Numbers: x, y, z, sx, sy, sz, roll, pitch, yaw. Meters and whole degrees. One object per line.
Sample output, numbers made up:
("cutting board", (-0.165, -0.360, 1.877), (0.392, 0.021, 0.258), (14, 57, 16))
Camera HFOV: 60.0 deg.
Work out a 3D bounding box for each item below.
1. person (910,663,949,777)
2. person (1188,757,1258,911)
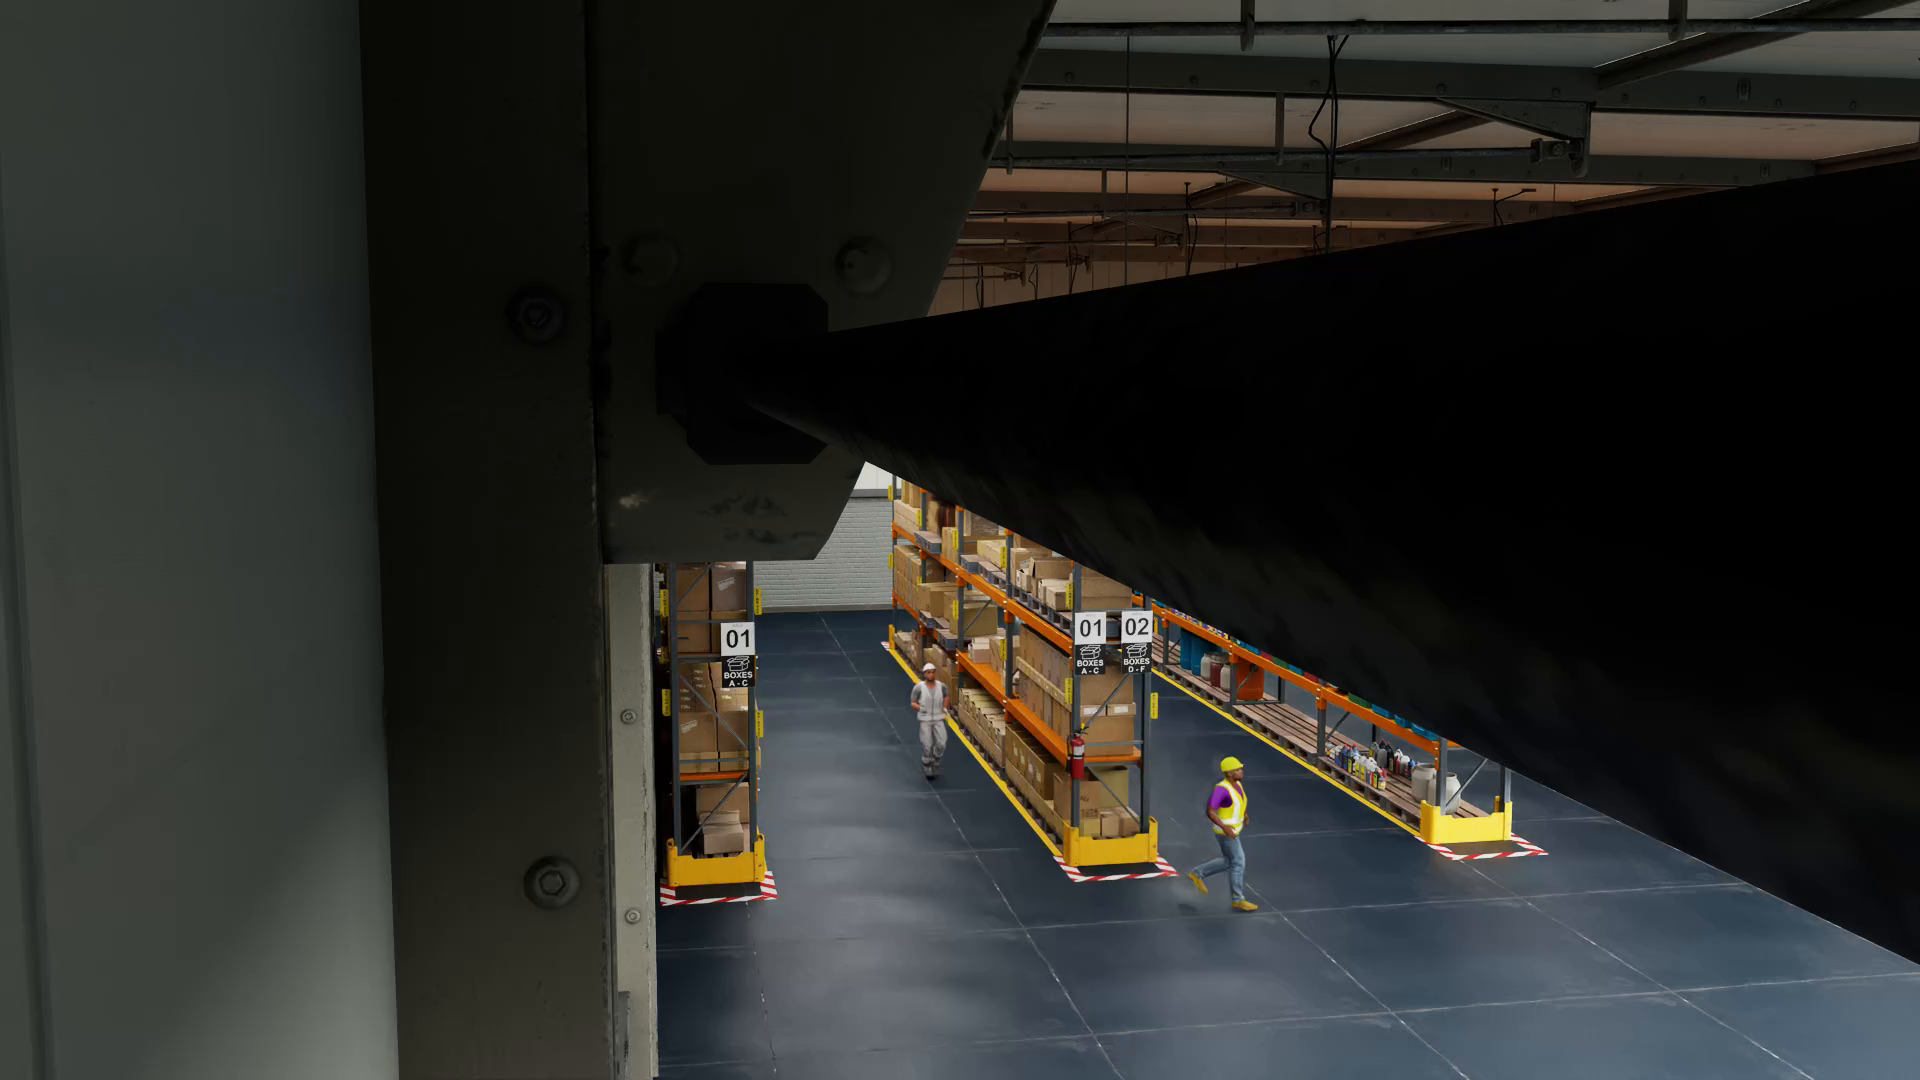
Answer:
("person", (-0.415, 2.736, 25.082), (0.641, 1.746, 0.601), (-1, 6, -13))
("person", (3.061, 3.367, 19.277), (0.847, 1.761, 0.692), (3, 7, 24))
